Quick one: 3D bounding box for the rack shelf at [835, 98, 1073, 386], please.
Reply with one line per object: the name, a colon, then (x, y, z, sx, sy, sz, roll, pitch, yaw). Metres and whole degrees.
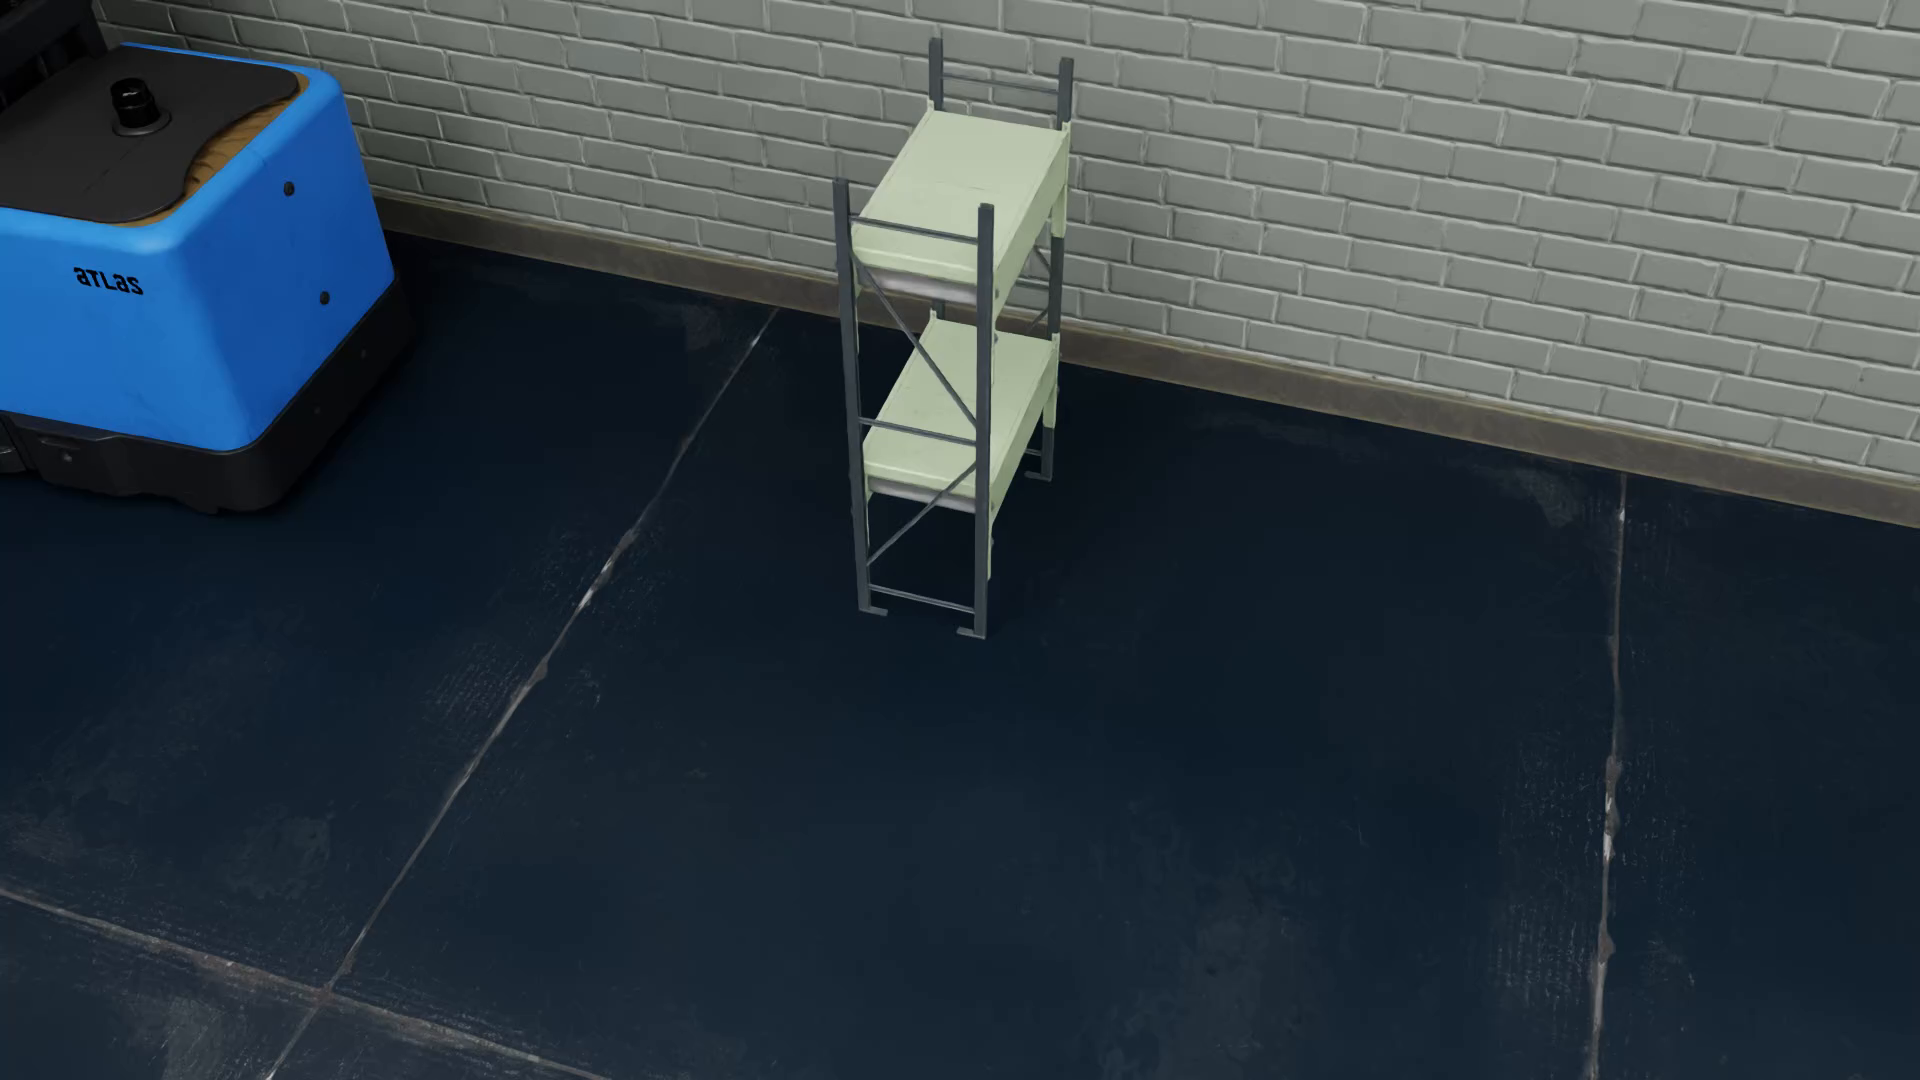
rack shelf: (-0.002, -0.811, 4.448, 0.431, 0.370, 0.720, 13, 46, 12)

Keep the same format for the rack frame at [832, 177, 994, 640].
rack frame: (-0.113, -0.288, 4.472, 0.400, 1.500, 0.023, 13, 46, 12)

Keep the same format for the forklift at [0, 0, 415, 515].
forklift: (-3.507, -1.695, 4.886, 3.031, 2.935, 1.130, 10, 45, 11)

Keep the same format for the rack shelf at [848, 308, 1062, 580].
rack shelf: (-0.002, -0.299, 4.949, 0.431, 0.370, 0.720, 13, 46, 12)

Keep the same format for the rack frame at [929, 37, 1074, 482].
rack frame: (0.109, -0.776, 4.970, 0.400, 1.500, 0.023, 13, 46, 12)

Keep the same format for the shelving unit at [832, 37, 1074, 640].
shelving unit: (-0.002, -0.532, 4.721, 0.431, 1.500, 0.755, 13, 46, 12)
